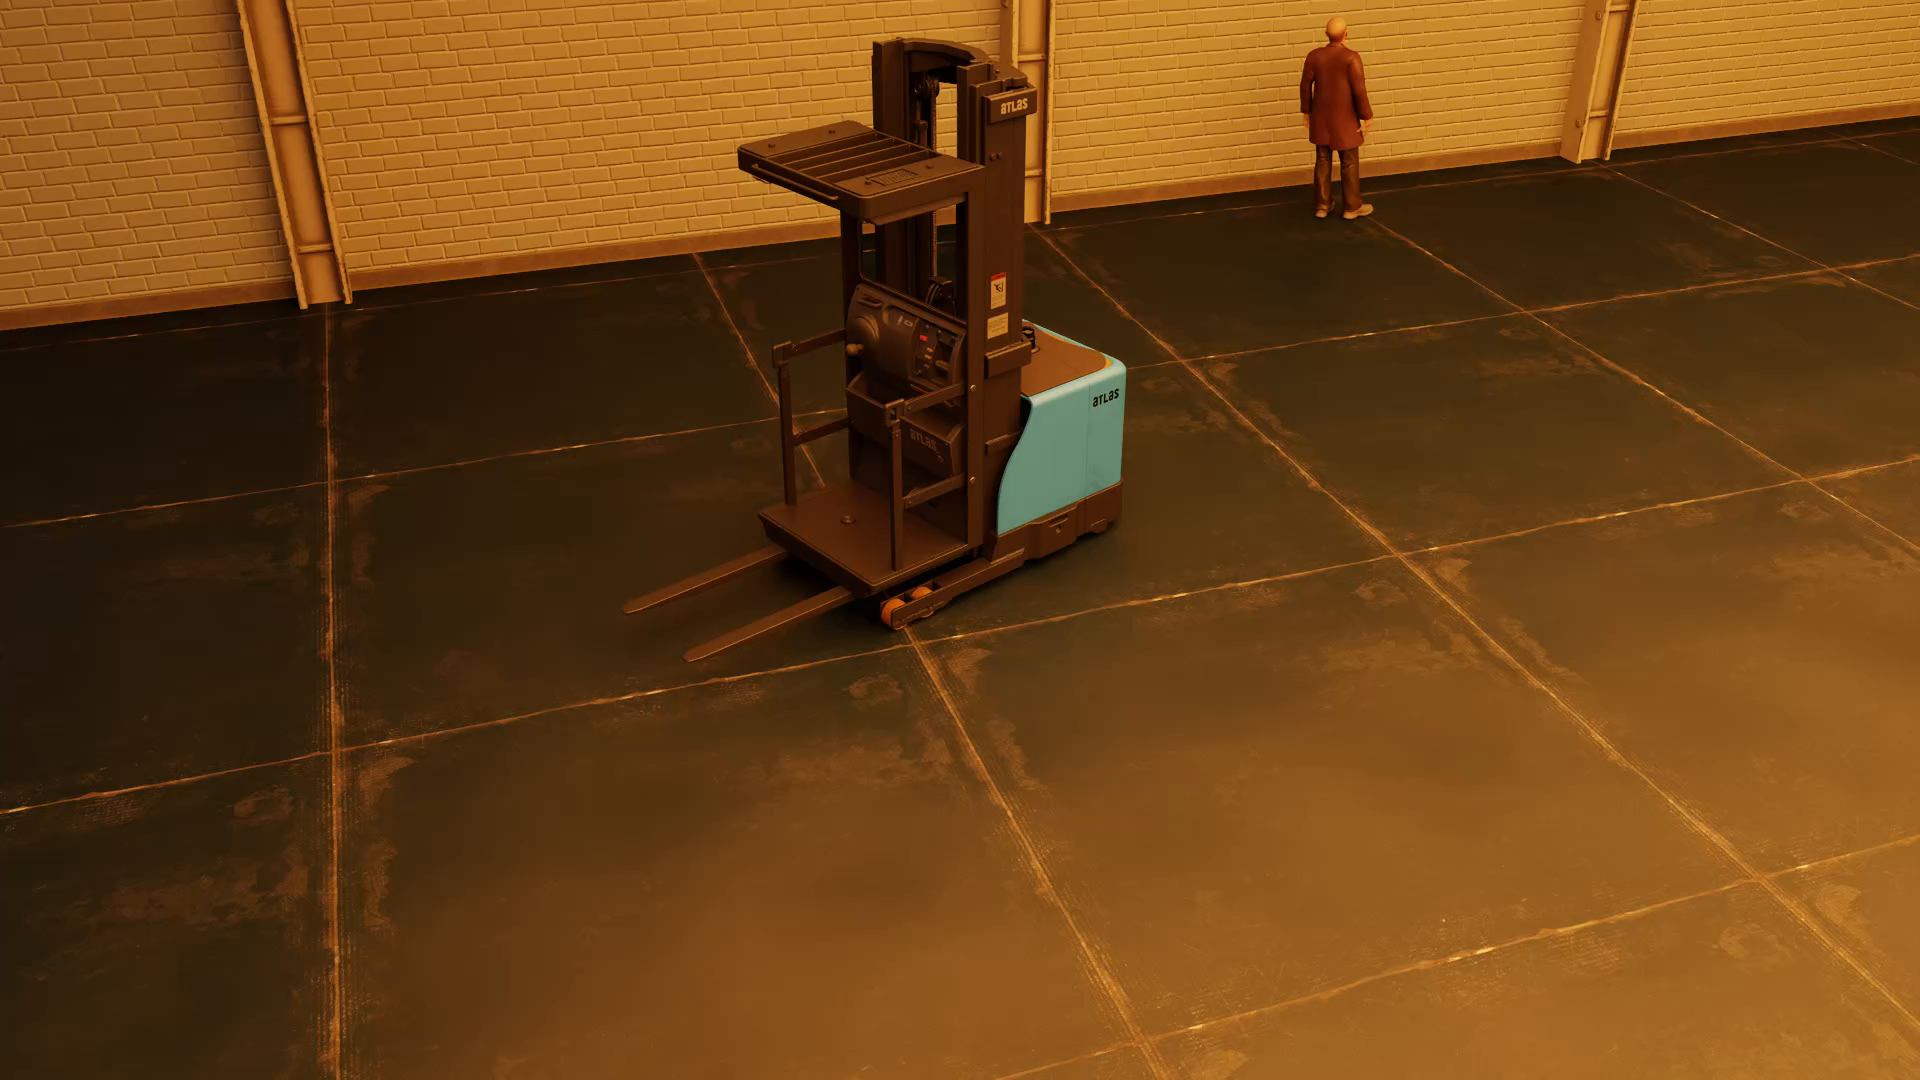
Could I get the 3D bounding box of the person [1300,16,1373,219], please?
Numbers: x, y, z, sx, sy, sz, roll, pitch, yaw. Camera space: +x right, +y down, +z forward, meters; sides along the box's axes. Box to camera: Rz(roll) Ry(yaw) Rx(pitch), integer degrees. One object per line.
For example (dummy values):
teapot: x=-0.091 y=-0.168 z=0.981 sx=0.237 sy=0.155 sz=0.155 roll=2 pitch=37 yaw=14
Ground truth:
person: x=3.369 y=-3.761 z=14.767 sx=0.694 sy=1.775 sz=0.582 roll=21 pitch=36 yaw=32

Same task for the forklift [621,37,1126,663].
forklift: x=-0.461 y=-1.072 z=8.951 sx=3.031 sy=2.935 sz=1.130 roll=-23 pitch=37 yaw=-34
